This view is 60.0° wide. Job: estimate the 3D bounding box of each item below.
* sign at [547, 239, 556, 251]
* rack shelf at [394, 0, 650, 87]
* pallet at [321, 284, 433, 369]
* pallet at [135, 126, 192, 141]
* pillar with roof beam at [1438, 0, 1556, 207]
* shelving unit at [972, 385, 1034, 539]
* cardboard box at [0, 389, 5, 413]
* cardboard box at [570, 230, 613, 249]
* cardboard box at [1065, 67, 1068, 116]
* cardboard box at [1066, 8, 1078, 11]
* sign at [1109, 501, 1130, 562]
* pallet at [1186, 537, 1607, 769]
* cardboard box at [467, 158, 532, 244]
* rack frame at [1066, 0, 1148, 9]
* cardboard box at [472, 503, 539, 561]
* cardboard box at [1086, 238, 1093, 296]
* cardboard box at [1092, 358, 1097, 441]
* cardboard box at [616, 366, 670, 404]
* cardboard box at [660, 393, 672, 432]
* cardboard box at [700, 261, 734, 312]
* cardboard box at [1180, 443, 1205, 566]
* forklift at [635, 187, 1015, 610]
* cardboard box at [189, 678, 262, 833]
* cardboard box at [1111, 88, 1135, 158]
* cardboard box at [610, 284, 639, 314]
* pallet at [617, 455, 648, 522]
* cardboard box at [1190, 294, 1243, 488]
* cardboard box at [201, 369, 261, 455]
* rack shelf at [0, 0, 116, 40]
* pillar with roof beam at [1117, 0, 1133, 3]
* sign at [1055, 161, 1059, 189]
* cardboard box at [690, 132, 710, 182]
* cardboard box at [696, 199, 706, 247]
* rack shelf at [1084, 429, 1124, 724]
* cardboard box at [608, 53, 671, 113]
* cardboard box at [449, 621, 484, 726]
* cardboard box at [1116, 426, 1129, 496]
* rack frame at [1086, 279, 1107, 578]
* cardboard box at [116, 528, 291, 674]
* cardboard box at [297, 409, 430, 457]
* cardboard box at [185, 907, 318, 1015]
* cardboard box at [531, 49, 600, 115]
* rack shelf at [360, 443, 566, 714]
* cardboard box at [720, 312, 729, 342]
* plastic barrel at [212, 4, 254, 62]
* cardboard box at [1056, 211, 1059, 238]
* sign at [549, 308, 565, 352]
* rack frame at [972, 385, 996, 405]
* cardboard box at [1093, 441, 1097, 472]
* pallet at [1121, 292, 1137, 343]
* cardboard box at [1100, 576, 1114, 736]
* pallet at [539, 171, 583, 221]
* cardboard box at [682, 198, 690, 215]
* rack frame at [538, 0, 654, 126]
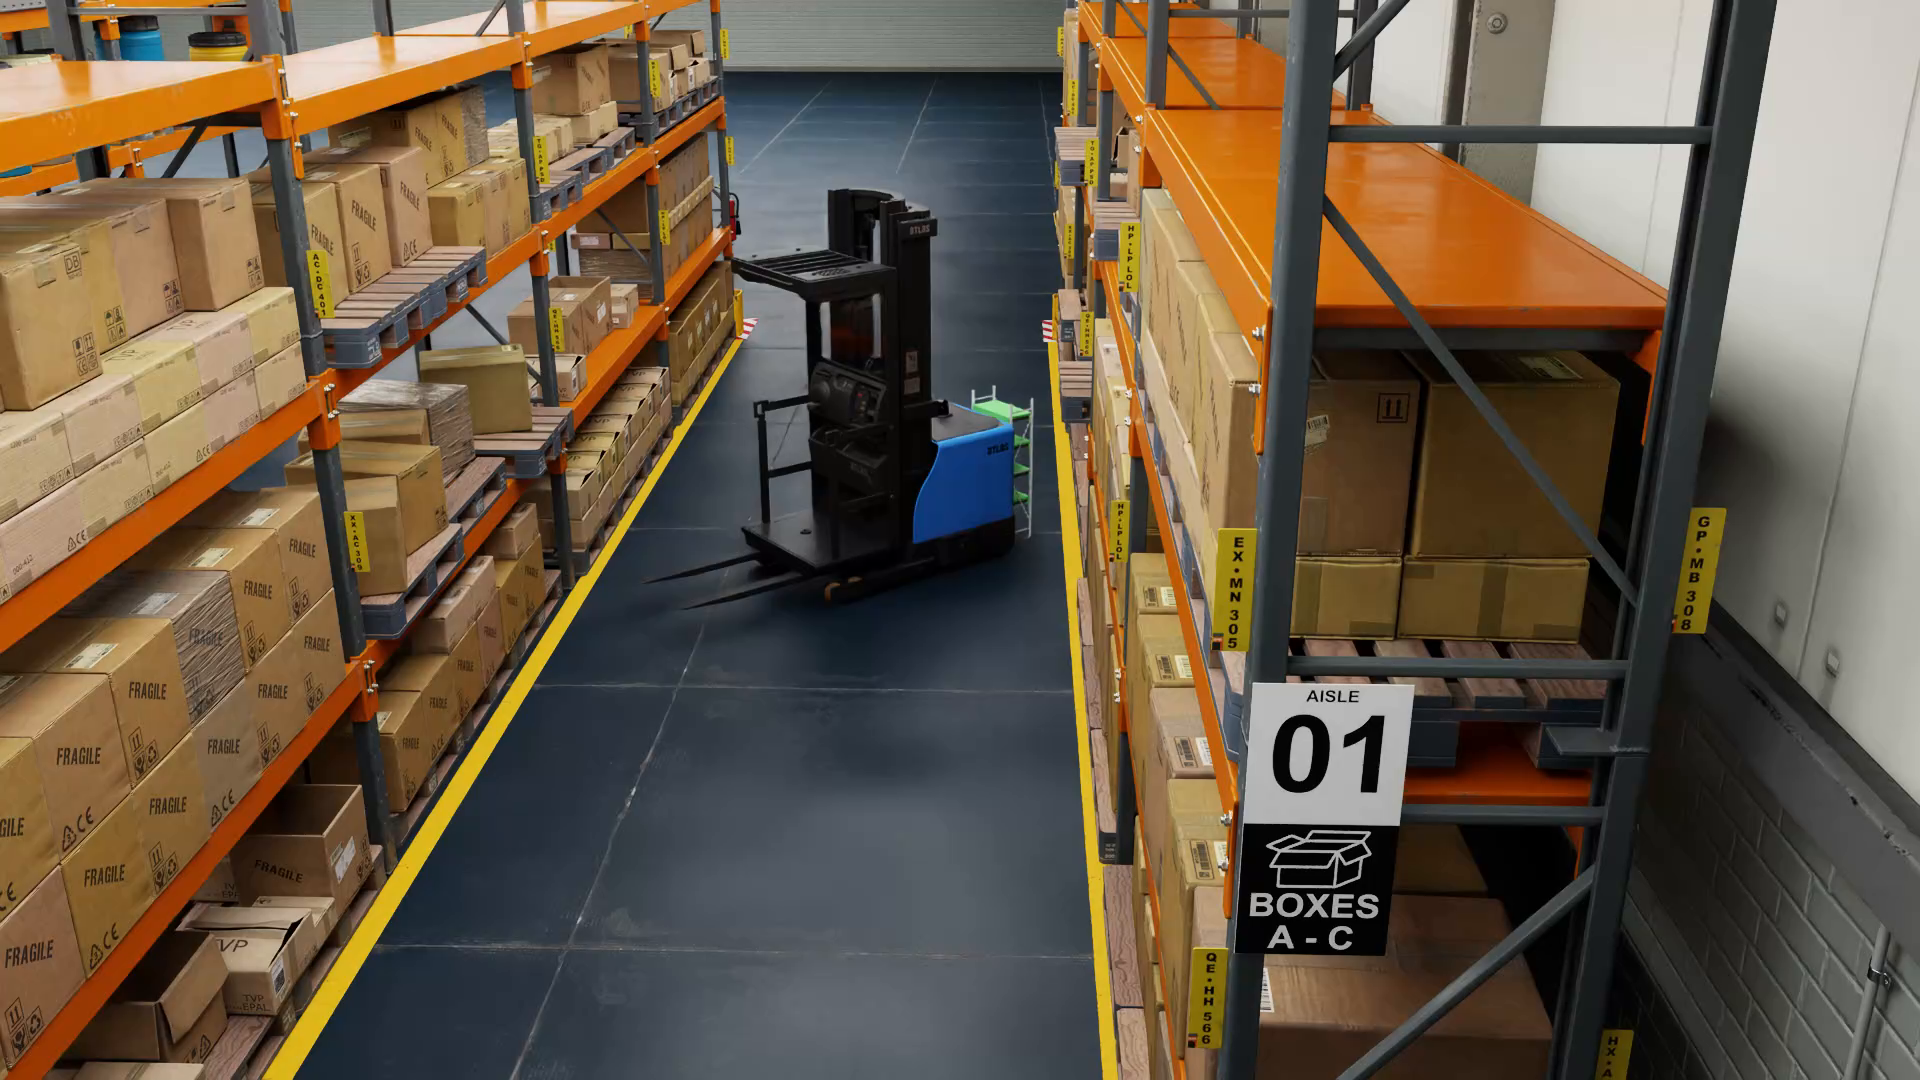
[{"bbox_3d":[-3.922,-2.928,15.915,0.100,0.325,0.005,1,21,2],"label":"sign"},{"bbox_3d":[-3.428,-4.033,13.325,1.077,0.370,4.000,1,21,2],"label":"rack shelf"},{"bbox_3d":[-3.520,-1.135,8.713,1.213,0.211,1.003,1,21,2],"label":"pallet"},{"bbox_3d":[-8.394,-4.110,16.382,1.213,0.211,1.003,1,21,2],"label":"pallet"},{"bbox_3d":[-2.119,-2.117,6.839,9.100,9.000,0.400,1,21,2],"label":"pillar with roof beam"},{"bbox_3d":[0.345,-0.628,13.781,0.258,1.200,0.503,-16,26,-35],"label":"shelving unit"},{"bbox_3d":[-3.725,-0.602,5.559,0.700,0.500,0.500,1,21,2],"label":"cardboard box"},{"bbox_3d":[-3.573,-2.931,16.195,0.380,0.149,0.250,1,21,2],"label":"cardboard box"},{"bbox_3d":[1.382,-4.829,17.809,0.500,0.500,0.500,2,21,4],"label":"cardboard box"},{"bbox_3d":[1.452,-5.659,18.564,0.500,0.500,0.500,-1,21,-2],"label":"cardboard box"},{"bbox_3d":[0.798,-0.041,8.291,0.100,0.325,0.005,1,21,2],"label":"sign"},{"bbox_3d":[1.232,0.285,4.917,1.003,0.211,1.213,1,21,2],"label":"pallet"},{"bbox_3d":[-3.468,-2.322,11.376,0.910,0.500,0.500,1,21,2],"label":"cardboard box"},{"bbox_3d":[1.706,-6.671,18.576,1.000,3.000,0.127,1,21,2],"label":"rack frame"},{"bbox_3d":[-3.280,-0.063,11.650,0.500,0.250,0.500,1,21,4],"label":"cardboard box"},{"bbox_3d":[1.535,-2.496,15.363,0.700,0.500,0.500,1,21,2],"label":"cardboard box"},{"bbox_3d":[1.192,-1.004,11.686,0.500,0.500,0.500,1,21,3],"label":"cardboard box"},{"bbox_3d":[-3.093,-1.507,16.006,0.500,0.311,0.500,1,21,2],"label":"cardboard box"},{"bbox_3d":[-3.090,-1.242,16.098,0.500,0.250,0.500,0,21,1],"label":"cardboard box"},{"bbox_3d":[-2.964,-2.994,19.576,0.500,0.500,0.500,1,21,2],"label":"cardboard box"},{"bbox_3d":[0.991,-0.116,5.317,0.500,0.250,0.500,0,21,0],"label":"cardboard box"},{"bbox_3d":[-1.026,-1.093,12.586,3.031,2.935,1.130,-16,26,-35],"label":"forklift"},{"bbox_3d":[-3.397,0.920,7.166,0.500,0.500,0.500,1,21,3],"label":"cardboard box"},{"bbox_3d":[1.450,-3.426,13.641,0.500,0.500,0.500,0,21,0],"label":"cardboard box"},{"bbox_3d":[-3.338,-2.233,15.638,0.500,0.250,0.500,2,21,5],"label":"cardboard box"},{"bbox_3d":[-3.385,-0.472,14.748,1.003,0.211,1.213,1,21,2],"label":"pallet"},{"bbox_3d":[0.995,-0.459,5.163,0.500,0.500,0.500,1,21,3],"label":"cardboard box"},{"bbox_3d":[-3.385,-0.558,7.175,0.500,0.250,0.500,1,21,2],"label":"cardboard box"},{"bbox_3d":[-8.379,-4.089,13.469,1.077,0.370,4.000,1,21,2],"label":"rack shelf"},{"bbox_3d":[-1.389,-10.795,29.204,9.100,9.000,0.400,1,21,2],"label":"pillar with roof beam"},{"bbox_3d":[1.164,-4.284,19.520,0.100,0.325,0.005,1,21,2],"label":"sign"},{"bbox_3d":[-3.274,-4.391,19.062,0.700,0.500,0.500,1,21,2],"label":"cardboard box"},{"bbox_3d":[-3.284,-3.616,18.856,0.700,0.500,0.500,1,21,3],"label":"cardboard box"},{"bbox_3d":[1.402,0.076,10.473,1.077,0.370,4.000,1,21,2],"label":"rack shelf"},{"bbox_3d":[-3.088,-4.367,15.871,0.500,0.500,0.500,2,21,6],"label":"cardboard box"},{"bbox_3d":[-3.324,0.825,10.396,0.500,0.500,0.500,1,21,2],"label":"cardboard box"},{"bbox_3d":[1.125,-0.437,9.187,0.500,0.250,0.500,1,21,3],"label":"cardboard box"},{"bbox_3d":[1.463,-0.982,12.207,1.000,3.000,0.127,1,21,2],"label":"rack frame"},{"bbox_3d":[-3.380,0.269,7.461,0.500,0.500,0.500,0,21,1],"label":"cardboard box"},{"bbox_3d":[-3.618,-0.471,10.170,0.700,0.500,0.500,-5,22,-12],"label":"cardboard box"},{"bbox_3d":[-3.367,1.940,7.785,0.500,0.311,0.500,1,21,2],"label":"cardboard box"},{"bbox_3d":[-3.419,-3.927,14.239,0.500,0.500,0.500,3,21,7],"label":"cardboard box"},{"bbox_3d":[-3.550,0.023,10.610,1.077,0.370,4.000,1,21,2],"label":"rack shelf"},{"bbox_3d":[-2.970,-2.464,19.246,0.500,0.250,0.500,1,21,2],"label":"cardboard box"},{"bbox_3d":[-8.084,-5.601,18.790,0.600,0.830,0.708,1,21,2],"label":"plastic barrel"},{"bbox_3d":[1.374,-3.641,19.239,0.500,0.250,0.500,0,21,0],"label":"cardboard box"},{"bbox_3d":[-2.946,-1.536,12.142,0.100,0.325,0.005,1,21,2],"label":"sign"},{"bbox_3d":[0.195,-0.697,13.961,0.240,1.200,0.015,-16,26,-35],"label":"rack frame"},{"bbox_3d":[1.112,-0.572,11.469,0.380,0.149,0.250,1,21,3],"label":"cardboard box"},{"bbox_3d":[1.320,-1.177,8.827,0.805,0.209,1.217,0,21,-1],"label":"pallet"},{"bbox_3d":[1.255,0.713,10.230,0.750,0.750,0.750,1,21,3],"label":"cardboard box"},{"bbox_3d":[-3.557,-2.592,12.470,1.213,0.211,1.003,2,21,4],"label":"pallet"},{"bbox_3d":[-3.112,-3.576,17.856,0.380,0.149,0.250,0,21,1],"label":"cardboard box"},{"bbox_3d":[-3.367,-5.278,14.986,1.000,3.000,0.127,1,21,2],"label":"rack frame"}]
